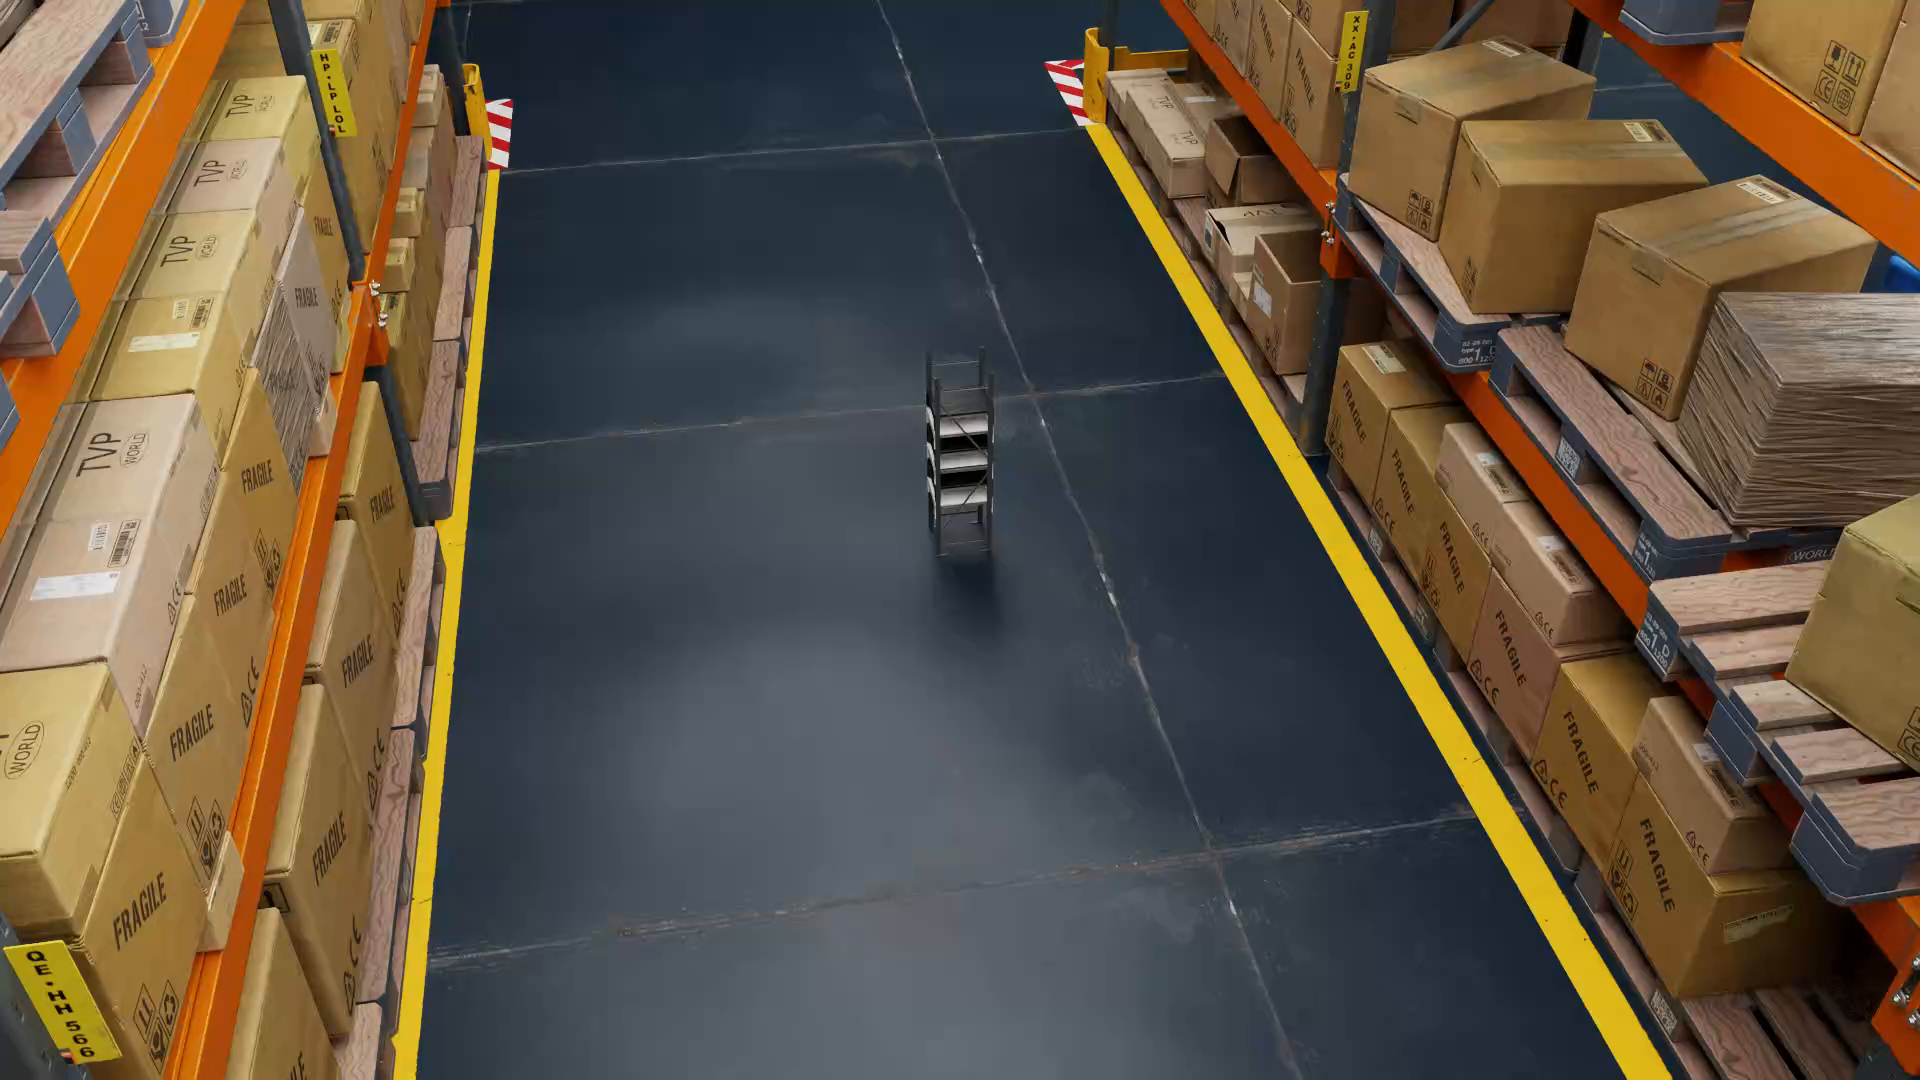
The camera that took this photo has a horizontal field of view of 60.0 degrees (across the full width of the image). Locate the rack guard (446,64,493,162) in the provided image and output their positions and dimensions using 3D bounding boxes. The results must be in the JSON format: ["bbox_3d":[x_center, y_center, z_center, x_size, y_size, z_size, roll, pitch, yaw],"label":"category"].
[{"bbox_3d":[-3.497,-2.562,10.140,1.175,0.500,0.348,-6,38,-8],"label":"rack guard"}]

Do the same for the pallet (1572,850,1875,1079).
[{"bbox_3d":[2.693,1.408,5.265,1.003,0.211,1.213,-6,38,-8],"label":"pallet"}]

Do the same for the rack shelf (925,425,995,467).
[{"bbox_3d":[-0.001,-0.405,6.945,0.258,0.077,0.200,-6,38,-8],"label":"rack shelf"}]

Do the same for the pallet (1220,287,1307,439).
[{"bbox_3d":[1.966,-0.967,8.323,1.003,0.211,1.213,-6,38,-8],"label":"pallet"}]

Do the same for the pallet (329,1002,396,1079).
[{"bbox_3d":[-2.154,1.914,4.614,1.003,0.211,1.213,-6,38,-8],"label":"pallet"}]

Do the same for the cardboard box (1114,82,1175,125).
[{"bbox_3d":[1.163,-2.684,10.210,0.380,0.166,0.250,-6,38,-8],"label":"cardboard box"}]

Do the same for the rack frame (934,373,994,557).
[{"bbox_3d":[0.016,-0.299,6.901,0.240,0.900,0.006,-6,38,-8],"label":"rack frame"}]

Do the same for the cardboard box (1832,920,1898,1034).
[{"bbox_3d":[2.988,1.270,4.849,0.500,0.500,0.500,-5,38,-6],"label":"cardboard box"}]

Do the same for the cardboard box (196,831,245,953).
[{"bbox_3d":[-1.919,0.842,3.910,0.380,0.149,0.250,-5,38,-7],"label":"cardboard box"}]

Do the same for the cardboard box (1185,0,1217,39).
[{"bbox_3d":[1.469,-2.896,8.452,0.500,0.500,0.500,-6,38,-7],"label":"cardboard box"}]

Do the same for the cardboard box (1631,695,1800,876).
[{"bbox_3d":[2.377,0.706,4.964,0.500,0.250,0.500,-5,38,-6],"label":"cardboard box"}]

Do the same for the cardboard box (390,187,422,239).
[{"bbox_3d":[-2.794,-1.558,7.977,0.380,0.149,0.250,-7,38,-9],"label":"cardboard box"}]

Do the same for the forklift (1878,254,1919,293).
[{"bbox_3d":[5.169,-0.926,6.052,1.130,2.935,3.031,-21,43,-25],"label":"forklift"}]

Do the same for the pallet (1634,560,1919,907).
[{"bbox_3d":[2.598,0.436,4.400,1.213,0.211,1.003,-6,38,-8],"label":"pallet"}]

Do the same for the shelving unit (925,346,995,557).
[{"bbox_3d":[-0.001,-0.360,6.980,0.258,0.900,0.210,-6,38,-8],"label":"shelving unit"}]

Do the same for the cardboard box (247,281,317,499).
[{"bbox_3d":[-2.283,-0.420,5.006,0.500,0.500,0.500,-6,38,-8],"label":"cardboard box"}]

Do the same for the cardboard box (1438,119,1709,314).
[{"bbox_3d":[2.131,-1.140,5.849,0.700,0.500,0.500,-1,38,-1],"label":"cardboard box"}]

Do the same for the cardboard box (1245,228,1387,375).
[{"bbox_3d":[1.706,-1.154,7.969,0.500,0.500,0.500,-6,38,-8],"label":"cardboard box"}]

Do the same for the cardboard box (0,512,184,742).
[{"bbox_3d":[-2.011,0.210,3.583,0.500,0.250,0.500,-7,38,-9],"label":"cardboard box"}]

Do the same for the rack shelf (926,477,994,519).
[{"bbox_3d":[-0.001,-0.192,7.111,0.258,0.077,0.200,-6,38,-8],"label":"rack shelf"}]

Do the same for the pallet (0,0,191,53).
[{"bbox_3d":[-2.582,-1.679,4.678,0.805,0.209,1.217,-8,39,-10],"label":"pallet"}]

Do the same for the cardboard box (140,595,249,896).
[{"bbox_3d":[-2.006,0.494,3.829,0.500,0.500,0.500,-5,38,-6],"label":"cardboard box"}]

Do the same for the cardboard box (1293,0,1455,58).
[{"bbox_3d":[1.741,-2.366,6.954,0.500,0.500,0.500,-6,38,-8],"label":"cardboard box"}]

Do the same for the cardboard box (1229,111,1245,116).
[{"bbox_3d":[1.859,-2.279,9.621,0.500,0.250,0.500,-6,38,-8],"label":"cardboard box"}]

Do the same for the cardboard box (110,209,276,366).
[{"bbox_3d":[-2.288,-0.707,4.764,0.500,0.250,0.500,-6,38,-7],"label":"cardboard box"}]

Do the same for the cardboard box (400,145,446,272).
[{"bbox_3d":[-3.095,-1.695,8.683,0.700,0.500,0.500,-7,38,-9],"label":"cardboard box"}]

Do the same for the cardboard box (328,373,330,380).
[{"bbox_3d":[-2.385,-0.543,5.692,0.380,0.149,0.250,-5,38,-7],"label":"cardboard box"}]

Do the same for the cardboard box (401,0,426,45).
[{"bbox_3d":[-3.255,-2.908,8.304,0.980,0.700,0.700,-7,38,-8],"label":"cardboard box"}]

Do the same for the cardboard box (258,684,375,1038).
[{"bbox_3d":[-2.237,0.992,4.938,0.750,0.750,0.750,-6,38,-8],"label":"cardboard box"}]

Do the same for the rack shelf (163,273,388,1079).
[{"bbox_3d":[-2.441,0.373,4.911,1.077,0.370,4.000,-6,38,-8],"label":"rack shelf"}]

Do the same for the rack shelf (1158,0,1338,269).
[{"bbox_3d":[1.734,-2.578,8.709,1.077,0.370,4.000,-6,38,-8],"label":"rack shelf"}]

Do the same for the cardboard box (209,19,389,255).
[{"bbox_3d":[-2.870,-1.567,6.577,0.980,0.700,0.700,-6,38,-7],"label":"cardboard box"}]

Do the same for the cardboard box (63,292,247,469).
[{"bbox_3d":[-2.198,-0.399,4.368,0.500,0.250,0.500,-7,38,-9],"label":"cardboard box"}]

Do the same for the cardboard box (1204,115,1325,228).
[{"bbox_3d":[1.751,-1.976,9.025,0.797,0.503,0.637,-6,38,-8],"label":"cardboard box"}]

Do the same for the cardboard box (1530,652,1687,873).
[{"bbox_3d":[2.301,0.723,5.553,0.500,0.500,0.500,-8,38,-10],"label":"cardboard box"}]

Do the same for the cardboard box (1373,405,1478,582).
[{"bbox_3d":[2.034,-0.201,6.743,0.500,0.500,0.500,-6,38,-7],"label":"cardboard box"}]

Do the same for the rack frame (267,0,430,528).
[{"bbox_3d":[-2.791,-1.119,6.245,1.000,3.000,0.127,-6,38,-8],"label":"rack frame"}]

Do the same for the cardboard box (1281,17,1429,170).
[{"bbox_3d":[1.745,-1.968,7.256,0.500,0.500,0.500,-6,38,-7],"label":"cardboard box"}]

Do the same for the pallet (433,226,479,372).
[{"bbox_3d":[-3.065,-1.224,8.653,1.003,0.211,1.213,-6,38,-8],"label":"pallet"}]

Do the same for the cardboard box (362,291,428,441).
[{"bbox_3d":[-2.821,-0.760,7.479,0.700,0.500,0.500,-6,38,-7],"label":"cardboard box"}]

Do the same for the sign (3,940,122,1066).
[{"bbox_3d":[-1.557,0.807,2.887,0.100,0.325,0.005,-6,38,-8],"label":"sign"}]

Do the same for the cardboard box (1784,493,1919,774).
[{"bbox_3d":[2.565,0.189,4.138,0.700,0.500,0.500,-19,42,-23],"label":"cardboard box"}]
